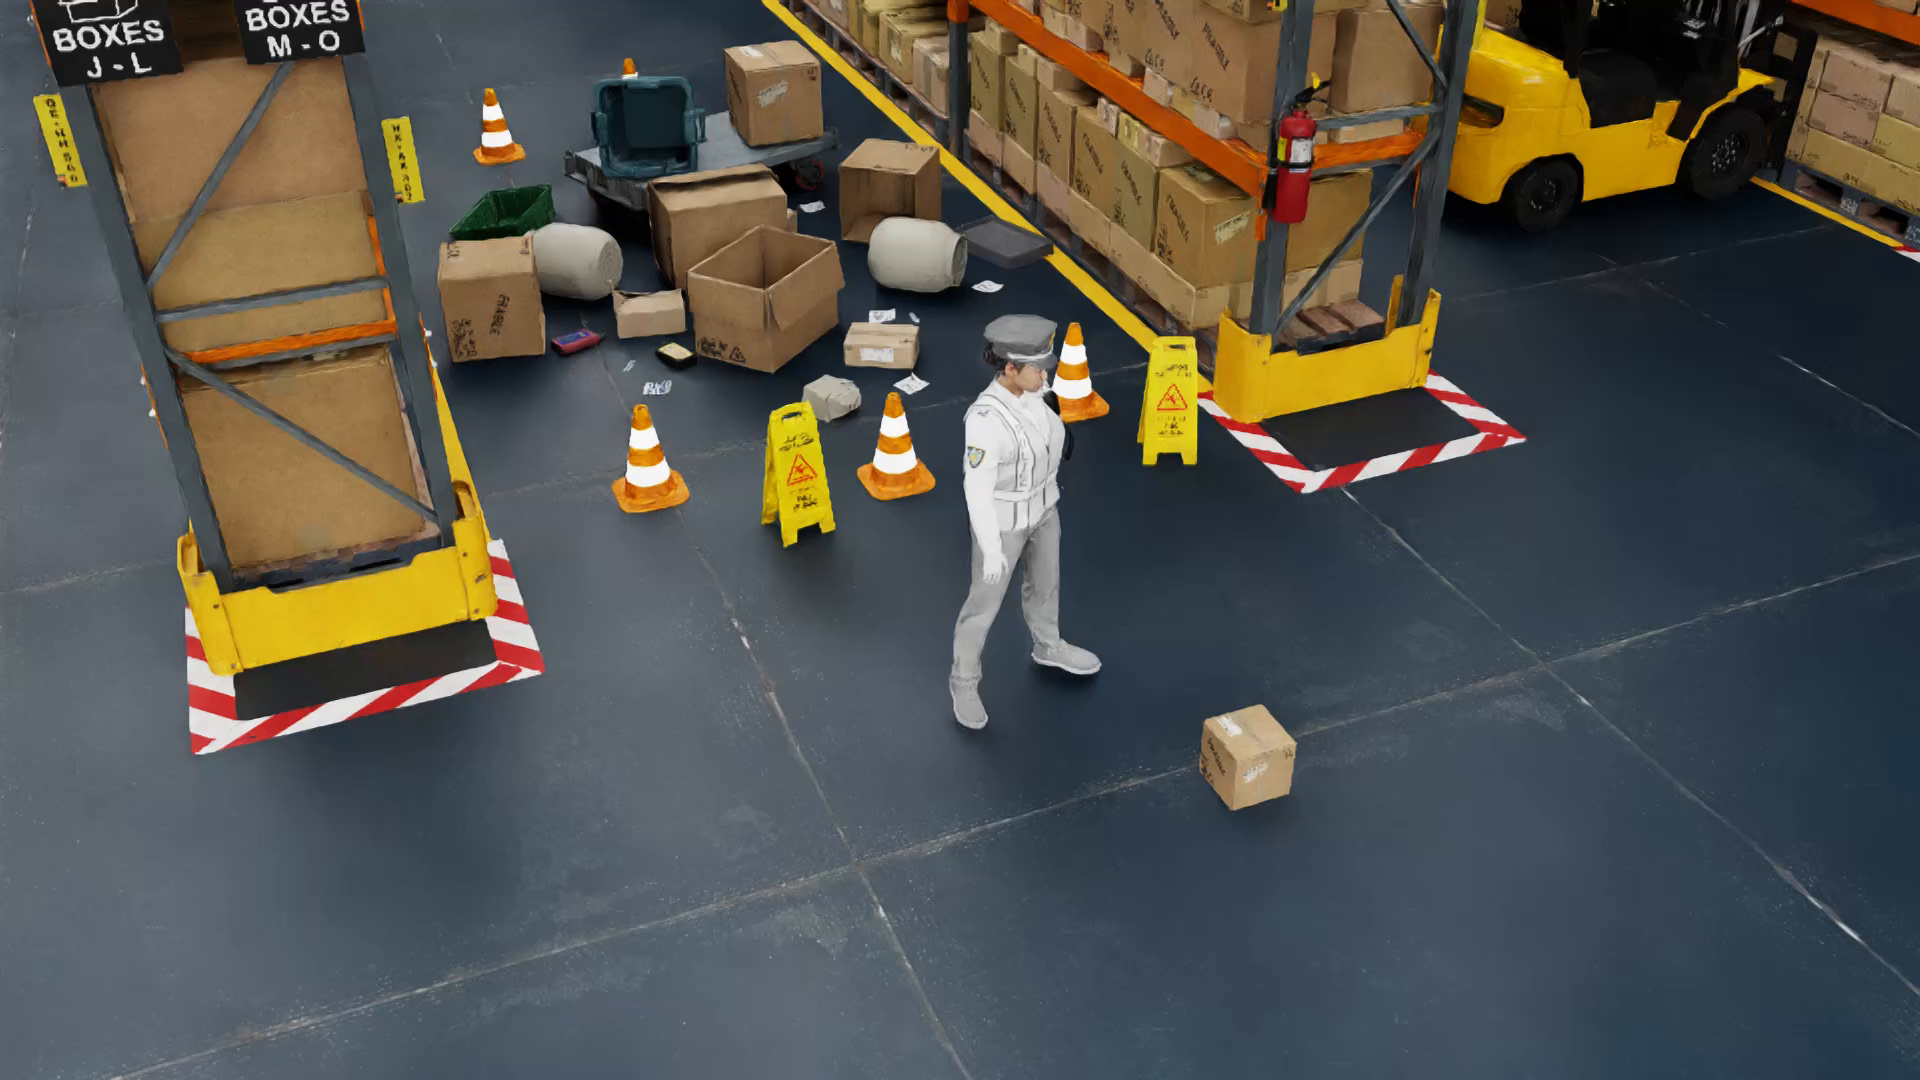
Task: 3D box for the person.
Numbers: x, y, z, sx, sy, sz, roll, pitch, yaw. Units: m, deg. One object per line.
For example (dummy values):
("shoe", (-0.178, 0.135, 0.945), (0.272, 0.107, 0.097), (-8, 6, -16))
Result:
("person", (0.235, -0.091, 6.237), (0.462, 1.667, 0.631), (19, 38, 26))
